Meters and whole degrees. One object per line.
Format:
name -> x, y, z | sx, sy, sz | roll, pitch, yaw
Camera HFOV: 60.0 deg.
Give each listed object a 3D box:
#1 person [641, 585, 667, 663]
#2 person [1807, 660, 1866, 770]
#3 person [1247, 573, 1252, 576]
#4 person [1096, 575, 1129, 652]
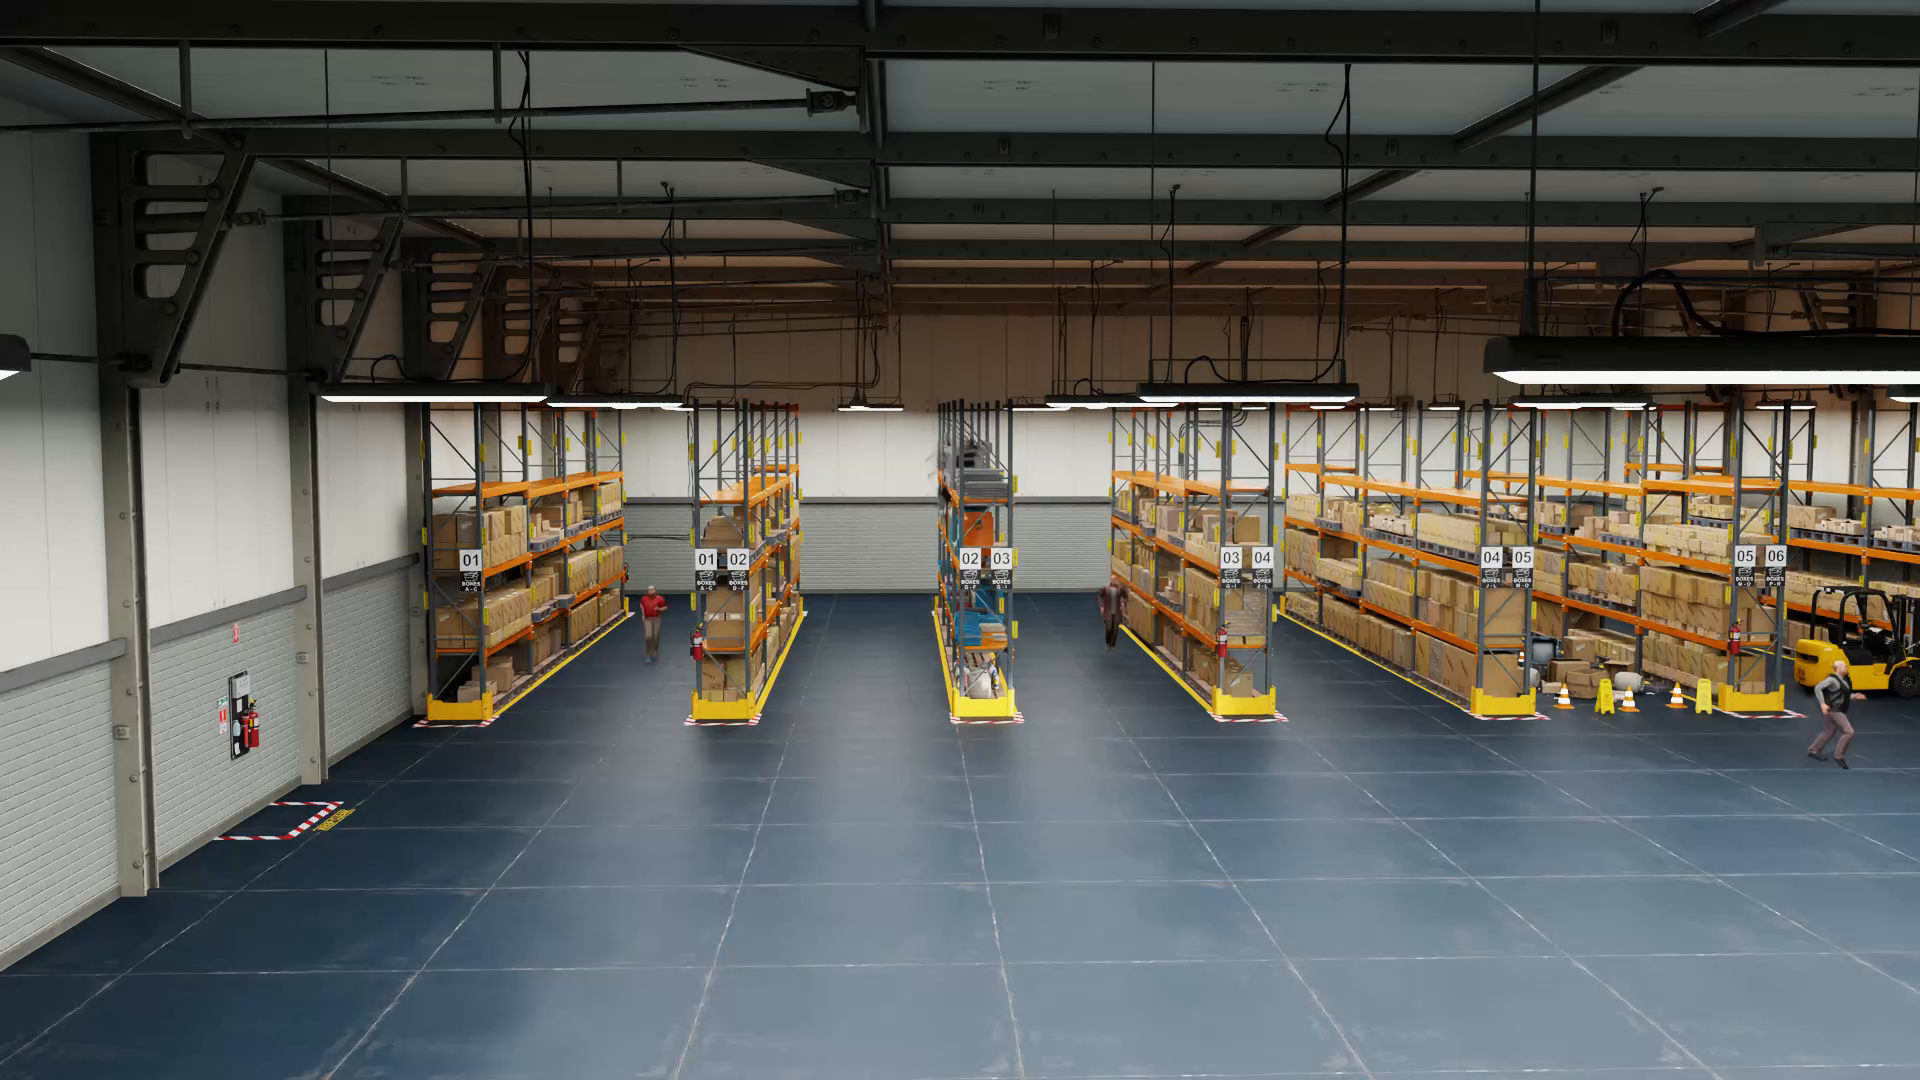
person -> -7.112, 1.948, 38.633 | 0.629, 1.797, 0.783 | -1, 4, -7
person -> 14.186, 2.824, 26.923 | 0.833, 1.774, 0.620 | 4, 6, 40
person -> 8.579, 1.208, 48.491 | 0.825, 1.701, 0.661 | -2, 5, -24
person -> 3.505, 1.687, 37.996 | 0.717, 1.795, 0.644 | 0, 4, -3
